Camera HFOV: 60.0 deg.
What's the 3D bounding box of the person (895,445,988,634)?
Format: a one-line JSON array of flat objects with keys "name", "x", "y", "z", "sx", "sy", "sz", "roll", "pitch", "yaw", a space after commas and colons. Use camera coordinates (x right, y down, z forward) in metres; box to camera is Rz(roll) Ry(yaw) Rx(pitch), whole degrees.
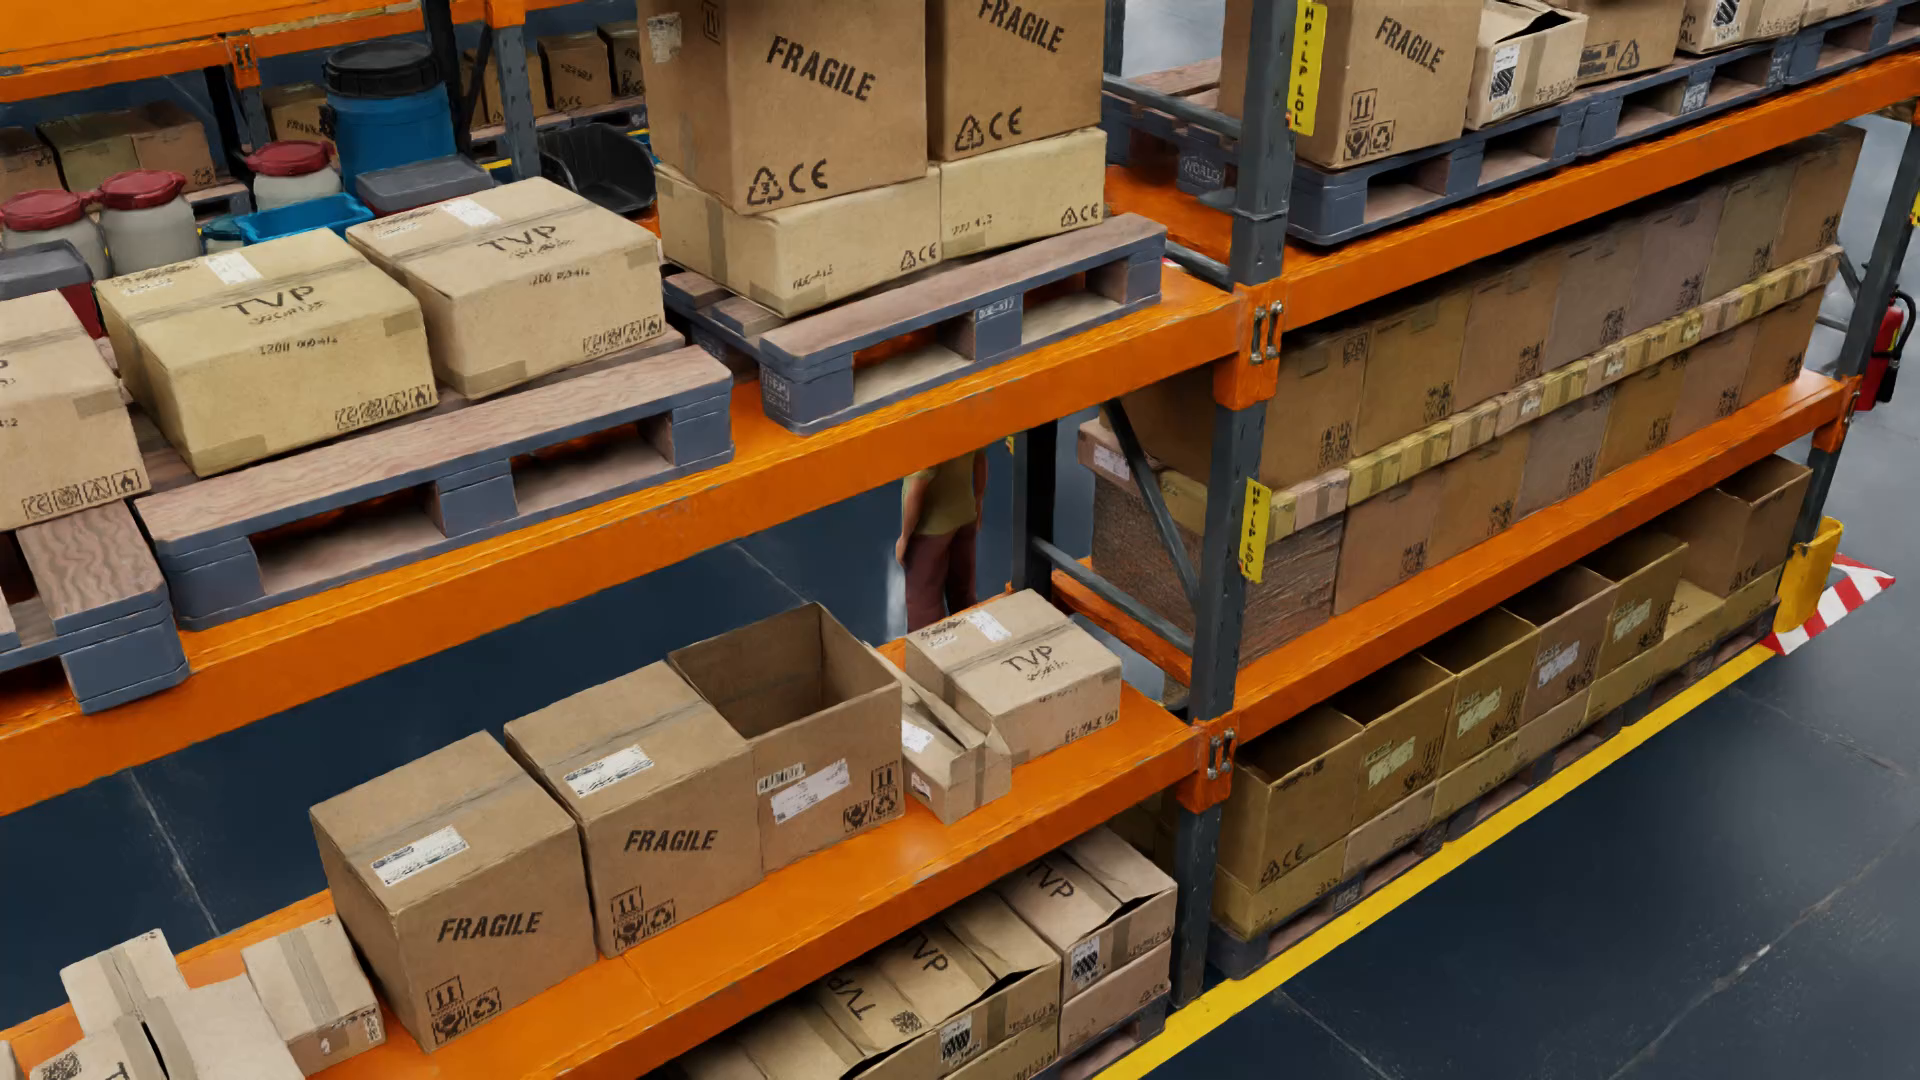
[{"name": "person", "x": -0.091, "y": -0.076, "z": 7.213, "sx": 0.358, "sy": 1.680, "sz": 0.525, "roll": 27, "pitch": 41, "yaw": 36}]
